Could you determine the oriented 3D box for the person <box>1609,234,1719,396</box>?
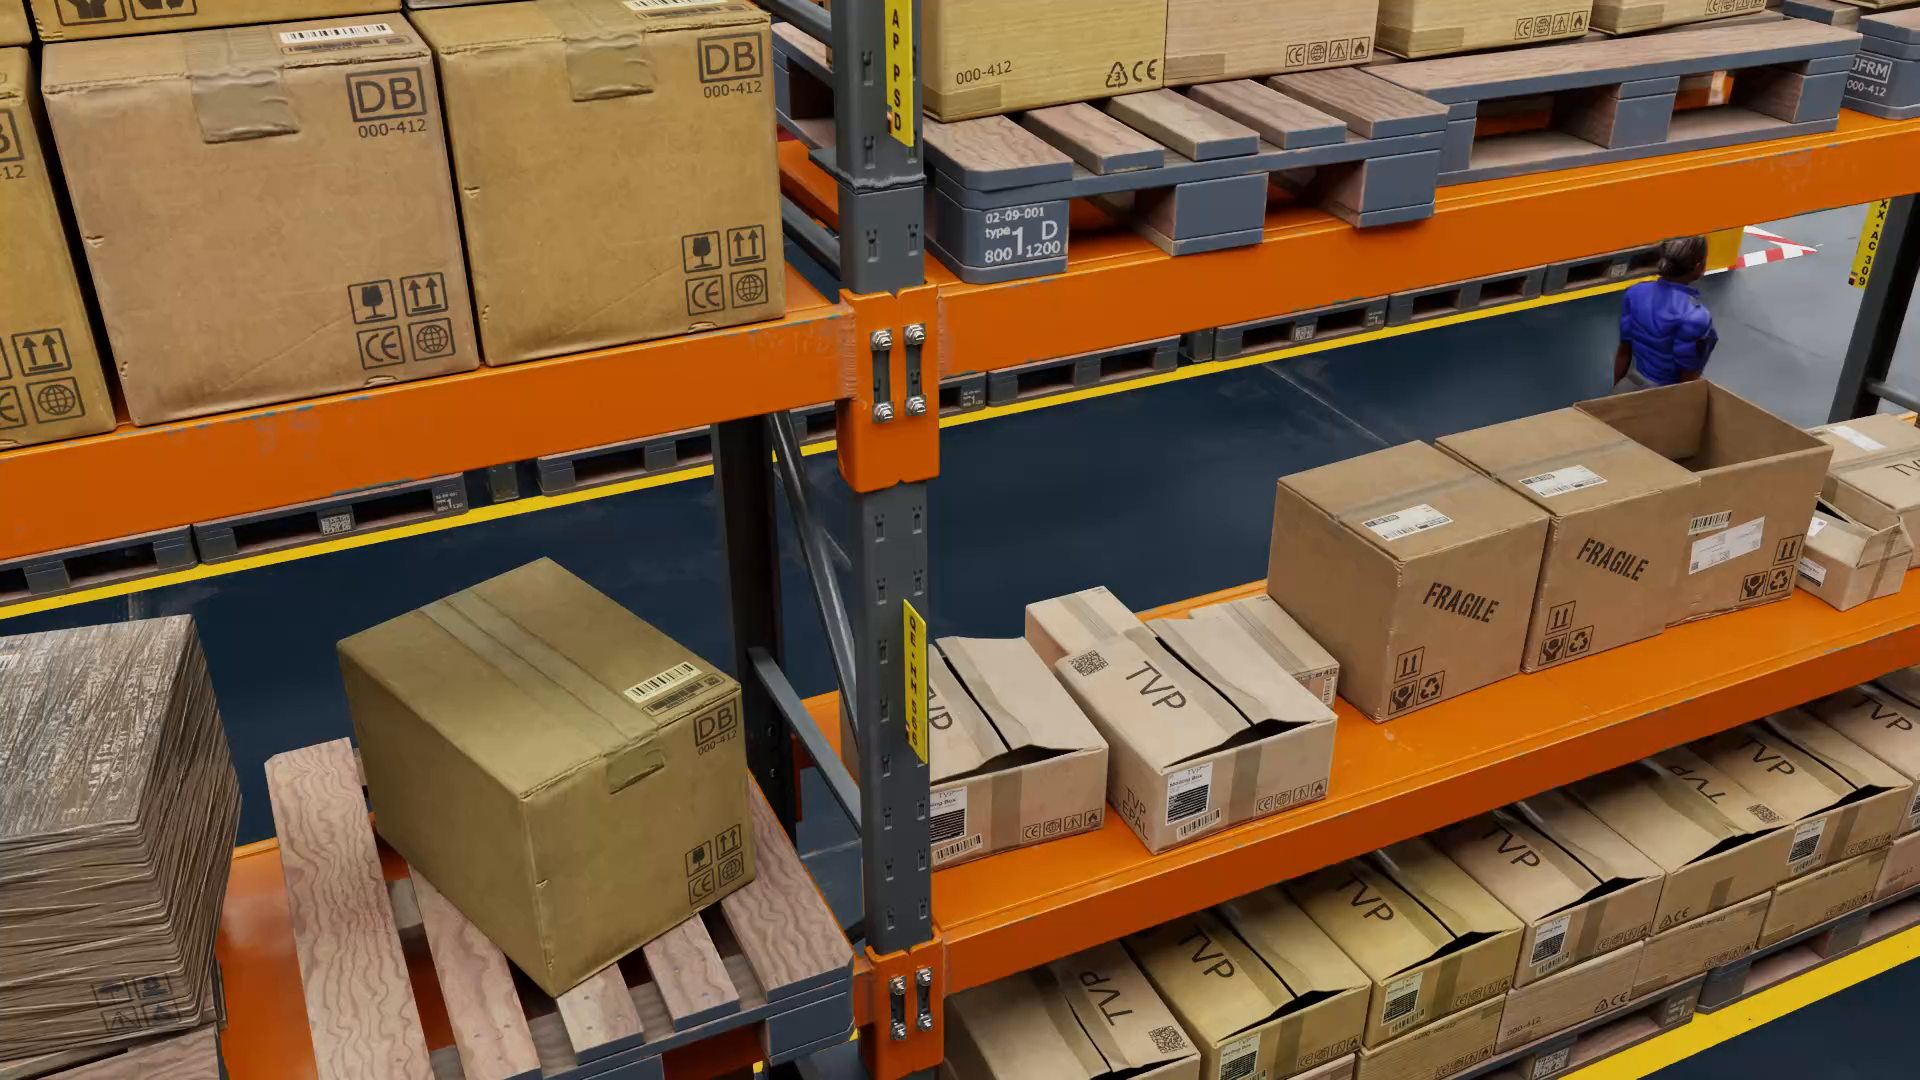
[{"bbox_3d":[2.898,-0.516,7.000,0.539,1.645,0.467,-13,32,-22],"label":"person"}]
